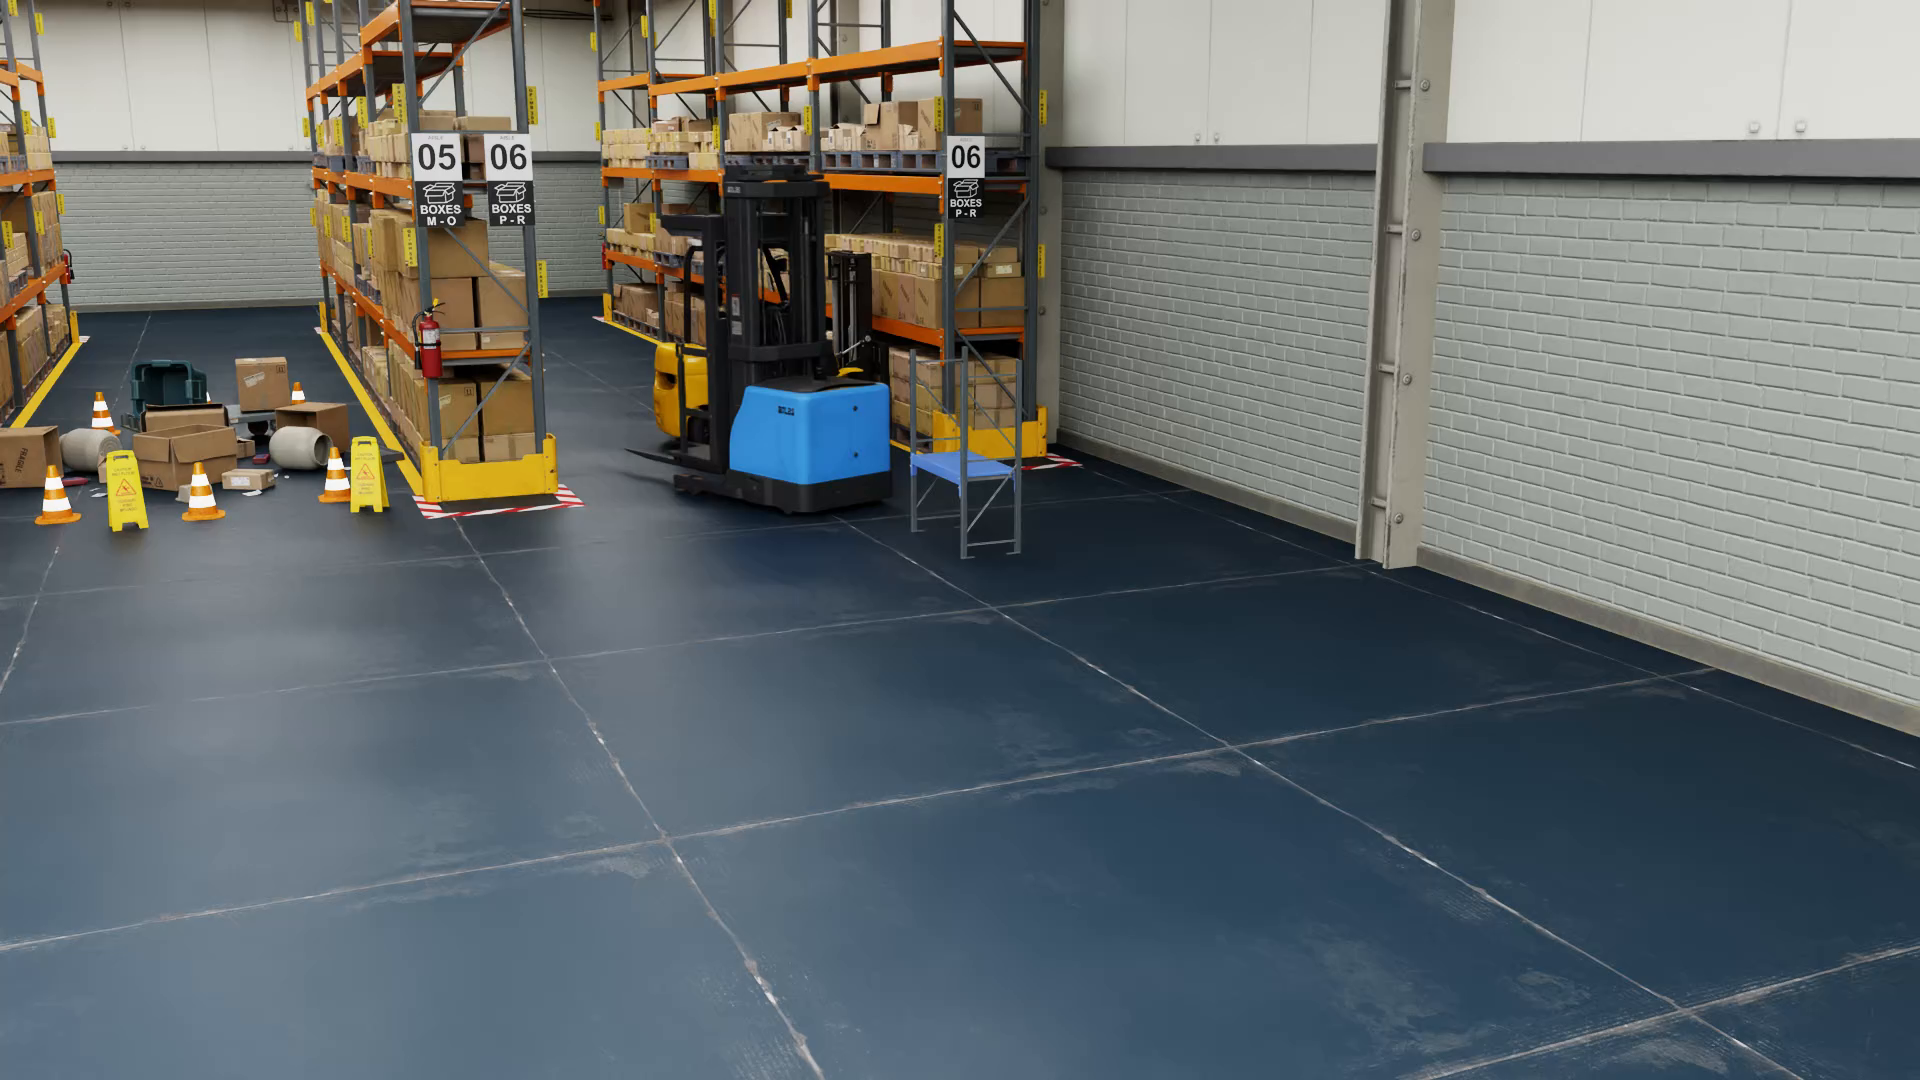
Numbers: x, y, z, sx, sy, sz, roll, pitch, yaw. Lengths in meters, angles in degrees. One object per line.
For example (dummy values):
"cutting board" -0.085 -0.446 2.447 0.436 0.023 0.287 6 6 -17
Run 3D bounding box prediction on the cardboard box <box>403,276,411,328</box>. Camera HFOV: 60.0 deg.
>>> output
"cardboard box" -4.912 -2.249 15.552 0.500 0.500 0.500 -6 14 -23

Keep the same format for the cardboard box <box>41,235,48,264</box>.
"cardboard box" -13.720 -4.295 24.395 0.500 0.500 0.500 -6 14 -23

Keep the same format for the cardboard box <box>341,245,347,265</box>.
"cardboard box" -8.310 -3.974 23.111 0.500 0.250 0.500 -6 14 -24

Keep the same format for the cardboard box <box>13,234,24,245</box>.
"cardboard box" -13.100 -4.126 22.853 0.380 0.149 0.250 -6 14 -25

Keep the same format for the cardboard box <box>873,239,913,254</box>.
"cardboard box" -0.741 -3.247 18.429 0.380 0.149 0.250 -6 14 -23

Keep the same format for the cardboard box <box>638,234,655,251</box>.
"cardboard box" -5.148 -5.049 28.207 0.500 0.250 0.500 -6 14 -23

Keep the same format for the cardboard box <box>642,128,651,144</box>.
"cardboard box" -4.929 -6.651 27.368 0.500 0.250 0.500 -6 14 -23

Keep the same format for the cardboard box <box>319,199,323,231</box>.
"cardboard box" -10.297 -5.369 27.475 0.500 0.500 0.500 -6 14 -23

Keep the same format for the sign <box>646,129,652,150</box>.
"sign" -5.000 -6.455 26.808 0.100 0.325 0.005 -6 14 -23

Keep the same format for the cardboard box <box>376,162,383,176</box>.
"cardboard box" -5.897 -3.883 17.401 0.380 0.149 0.250 -6 14 -23

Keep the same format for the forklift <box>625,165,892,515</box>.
"forklift" -1.982 -1.907 15.109 1.130 2.935 3.031 -12 18 -42

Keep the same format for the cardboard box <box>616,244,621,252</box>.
"cardboard box" -6.084 -5.355 30.413 0.380 0.149 0.250 -5 14 -22

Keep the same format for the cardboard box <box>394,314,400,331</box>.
"cardboard box" -5.512 -2.209 16.818 0.380 0.149 0.250 -6 14 -23

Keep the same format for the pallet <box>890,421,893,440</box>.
"pallet" -0.529 -1.360 18.779 1.003 0.211 1.213 -6 14 -23

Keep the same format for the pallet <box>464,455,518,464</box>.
"pallet" -4.569 -0.692 15.892 1.003 0.211 1.213 -6 14 -23

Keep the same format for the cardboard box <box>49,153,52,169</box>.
"cardboard box" -14.725 -6.020 26.407 0.500 0.250 0.500 -6 14 -24

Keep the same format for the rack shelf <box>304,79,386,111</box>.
"rack shelf" -9.854 -7.134 26.718 1.077 0.370 4.000 -6 14 -23

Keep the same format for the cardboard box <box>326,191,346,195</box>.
"cardboard box" -9.922 -5.500 26.602 0.380 0.149 0.250 -6 14 -24

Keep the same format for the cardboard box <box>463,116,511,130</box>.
"cardboard box" -4.201 -3.683 14.768 0.380 0.149 0.250 -6 14 -23

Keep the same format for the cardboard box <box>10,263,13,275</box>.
"cardboard box" -12.374 -3.463 21.306 0.380 0.149 0.250 -5 14 -21

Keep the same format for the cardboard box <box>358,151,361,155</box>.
"cardboard box" -7.378 -4.779 21.013 0.396 0.266 0.258 -6 14 -23

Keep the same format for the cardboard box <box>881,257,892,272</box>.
"cardboard box" -0.631 -2.987 17.962 0.380 0.149 0.250 -6 14 -23

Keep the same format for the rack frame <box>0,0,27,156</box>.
"rack frame" -13.548 -6.798 22.784 1.000 3.000 0.127 -6 14 -23

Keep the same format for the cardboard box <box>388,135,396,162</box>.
"cardboard box" -5.110 -3.689 15.678 0.500 0.250 0.500 -5 14 -21

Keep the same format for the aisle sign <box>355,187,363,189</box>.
"aisle sign" -10.400 -6.479 28.945 0.394 0.787 0.004 -6 14 -23

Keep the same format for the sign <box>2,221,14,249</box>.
"sign" -11.438 -3.664 19.979 0.100 0.325 0.005 -6 14 -23

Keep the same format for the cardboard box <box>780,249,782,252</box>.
"cardboard box" -2.086 -3.764 21.319 0.380 0.149 0.250 -6 14 -24

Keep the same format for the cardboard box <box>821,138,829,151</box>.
"cardboard box" -1.400 -4.612 19.394 0.380 0.149 0.250 -5 14 -22

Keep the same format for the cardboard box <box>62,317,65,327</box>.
"cardboard box" -14.467 -3.472 26.449 0.380 0.149 0.250 -6 14 -25

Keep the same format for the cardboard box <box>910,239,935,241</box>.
"cardboard box" -0.340 -3.288 18.603 0.380 0.149 0.250 -5 14 -21

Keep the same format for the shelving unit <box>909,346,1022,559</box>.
"shelving unit" 0.034 -0.713 13.125 0.538 1.500 1.048 -6 14 -23

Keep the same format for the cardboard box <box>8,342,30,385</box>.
"cardboard box" -11.995 -2.205 20.855 0.500 0.500 0.500 -6 14 -25

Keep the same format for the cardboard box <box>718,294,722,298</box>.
"cardboard box" -3.691 -3.829 26.437 0.380 0.149 0.250 -5 14 -21

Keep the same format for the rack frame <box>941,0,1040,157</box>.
"rack frame" 0.301 -5.236 16.035 1.000 3.000 0.127 -6 14 -23

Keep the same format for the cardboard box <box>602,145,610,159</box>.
"cardboard box" -6.181 -7.035 30.136 0.500 0.250 0.500 -6 14 -24

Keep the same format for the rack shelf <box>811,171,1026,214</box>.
"rack shelf" -0.500 -3.837 18.239 1.077 0.370 4.000 -6 14 -23

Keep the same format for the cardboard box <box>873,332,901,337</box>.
"cardboard box" -0.710 -2.304 19.621 0.500 0.250 0.500 -6 14 -24

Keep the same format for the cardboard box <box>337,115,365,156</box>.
"cardboard box" -7.740 -5.297 21.792 0.797 0.503 0.637 -7 15 -26

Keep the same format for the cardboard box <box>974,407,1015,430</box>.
"cardboard box" 0.283 -1.297 17.488 0.500 0.250 0.500 -6 14 -23

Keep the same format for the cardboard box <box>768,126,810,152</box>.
"cardboard box" -2.122 -5.097 21.131 0.500 0.311 0.500 -6 14 -25

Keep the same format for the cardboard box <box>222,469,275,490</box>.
"cardboard box" -6.621 -0.563 15.473 0.380 0.149 0.250 1 13 6

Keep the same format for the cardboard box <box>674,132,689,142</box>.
"cardboard box" -4.118 -6.115 25.231 0.380 0.149 0.250 -6 14 -23

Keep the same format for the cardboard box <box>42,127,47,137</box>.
"cardboard box" -14.748 -6.485 26.427 0.380 0.149 0.250 -6 14 -23

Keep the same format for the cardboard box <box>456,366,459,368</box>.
"cardboard box" -4.954 -1.612 17.188 0.500 0.500 0.500 -5 14 -20

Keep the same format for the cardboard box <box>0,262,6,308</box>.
"cardboard box" -11.320 -2.925 19.136 0.500 0.500 0.500 -6 14 -23

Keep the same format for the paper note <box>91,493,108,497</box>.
"paper note" -7.797 -0.417 15.109 0.144 0.017 0.142 -1 13 -4

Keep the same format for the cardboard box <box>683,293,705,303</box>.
"cardboard box" -4.189 -3.839 26.479 0.380 0.149 0.250 -6 14 -24

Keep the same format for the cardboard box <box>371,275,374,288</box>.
"cardboard box" -6.638 -3.012 19.358 0.380 0.149 0.250 -5 14 -22

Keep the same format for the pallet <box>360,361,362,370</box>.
"pallet" -7.697 -2.328 22.960 1.003 0.211 1.213 -6 14 -23

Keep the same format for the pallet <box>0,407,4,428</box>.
"pallet" -11.214 -1.269 18.384 1.003 0.211 1.213 -6 14 -23

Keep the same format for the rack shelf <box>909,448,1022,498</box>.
"rack shelf" 0.034 -0.538 13.165 0.538 0.185 1.000 -6 14 -23

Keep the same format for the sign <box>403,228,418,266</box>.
"sign" -4.762 -2.536 14.406 0.100 0.325 0.005 -6 14 -23

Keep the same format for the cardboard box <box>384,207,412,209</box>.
"cardboard box" -7.824 -4.386 23.231 0.500 0.500 0.500 -5 14 -21
